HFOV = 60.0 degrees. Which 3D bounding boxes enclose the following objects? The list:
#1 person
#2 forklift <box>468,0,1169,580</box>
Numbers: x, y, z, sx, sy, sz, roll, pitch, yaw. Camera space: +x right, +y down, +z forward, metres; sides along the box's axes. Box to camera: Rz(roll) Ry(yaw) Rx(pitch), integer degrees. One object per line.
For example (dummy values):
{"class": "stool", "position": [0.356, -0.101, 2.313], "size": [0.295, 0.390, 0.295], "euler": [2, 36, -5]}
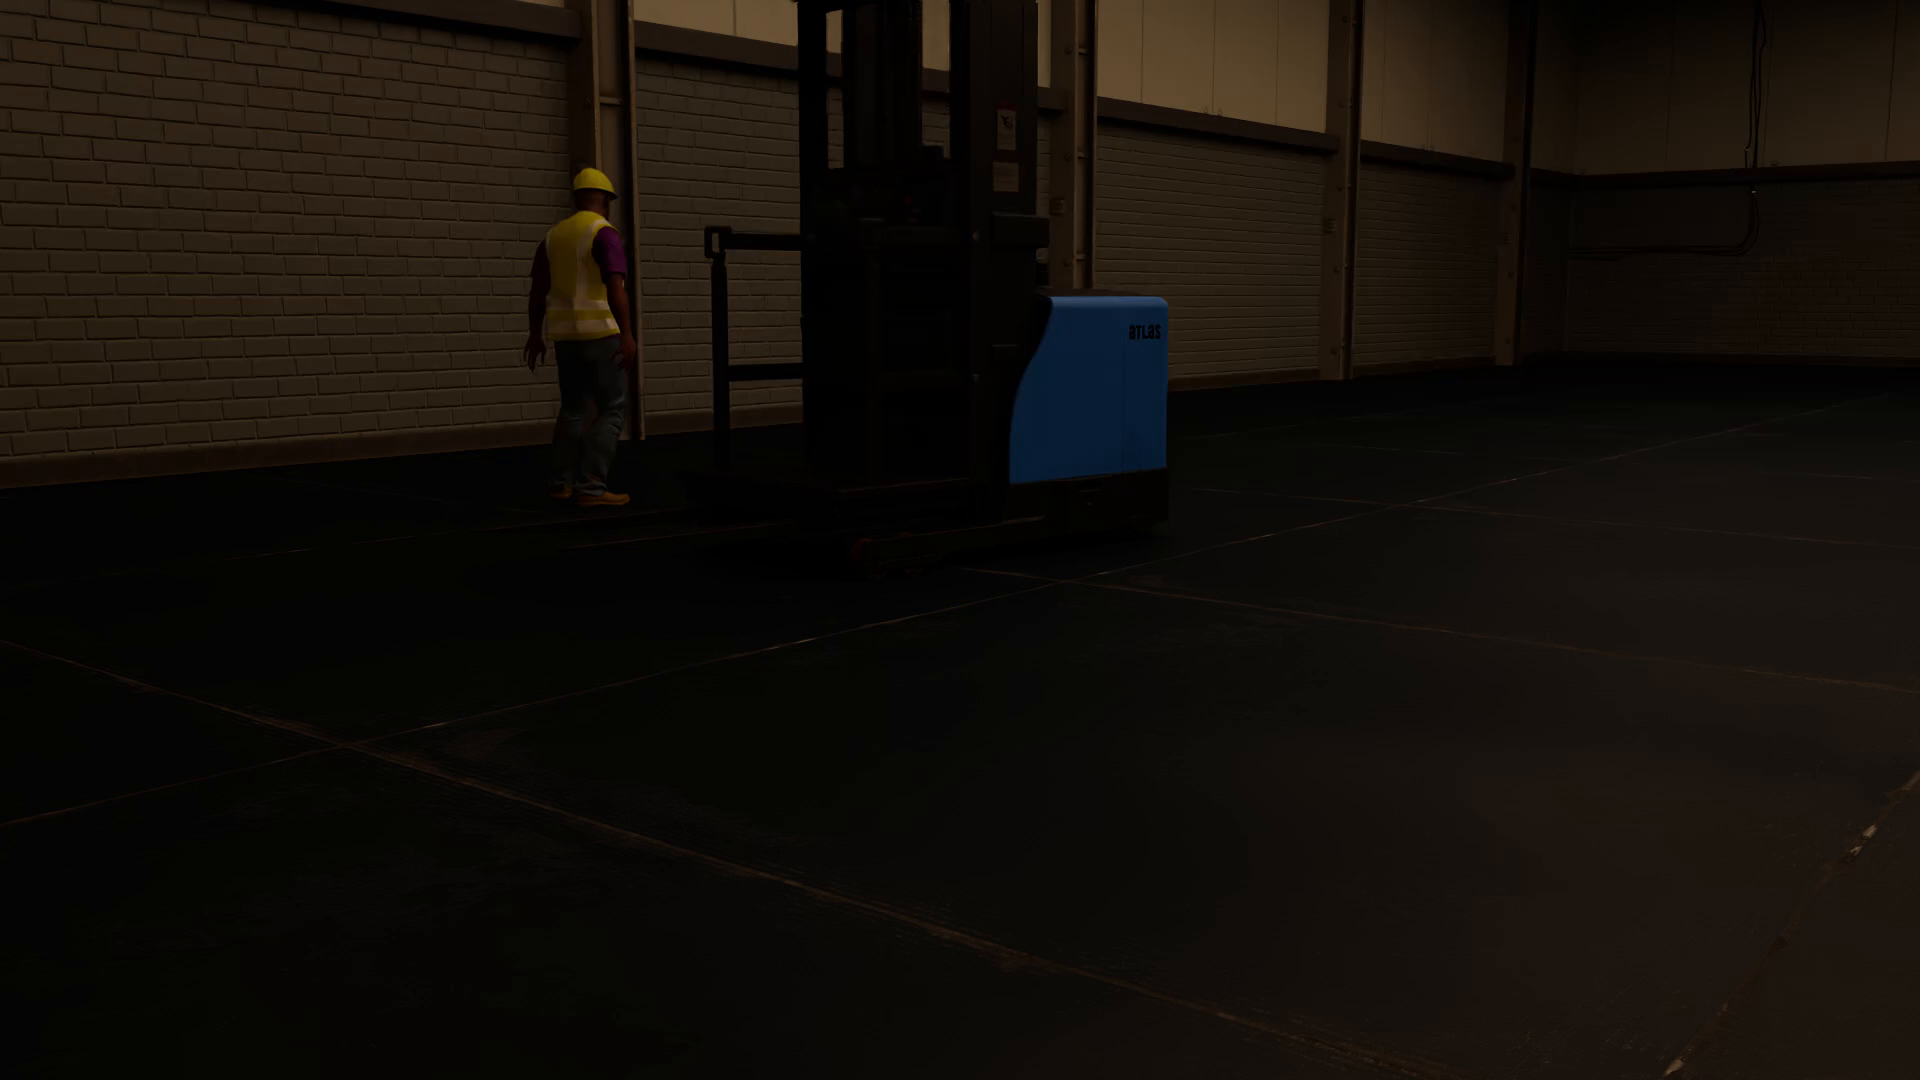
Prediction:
{"class": "person", "position": [-1.915, -1.051, 8.620], "size": [0.874, 1.731, 0.455], "euler": [6, 10, 36]}
{"class": "forklift", "position": [-0.478, -1.381, 6.718], "size": [3.031, 2.935, 1.130], "euler": [-8, 11, -42]}
